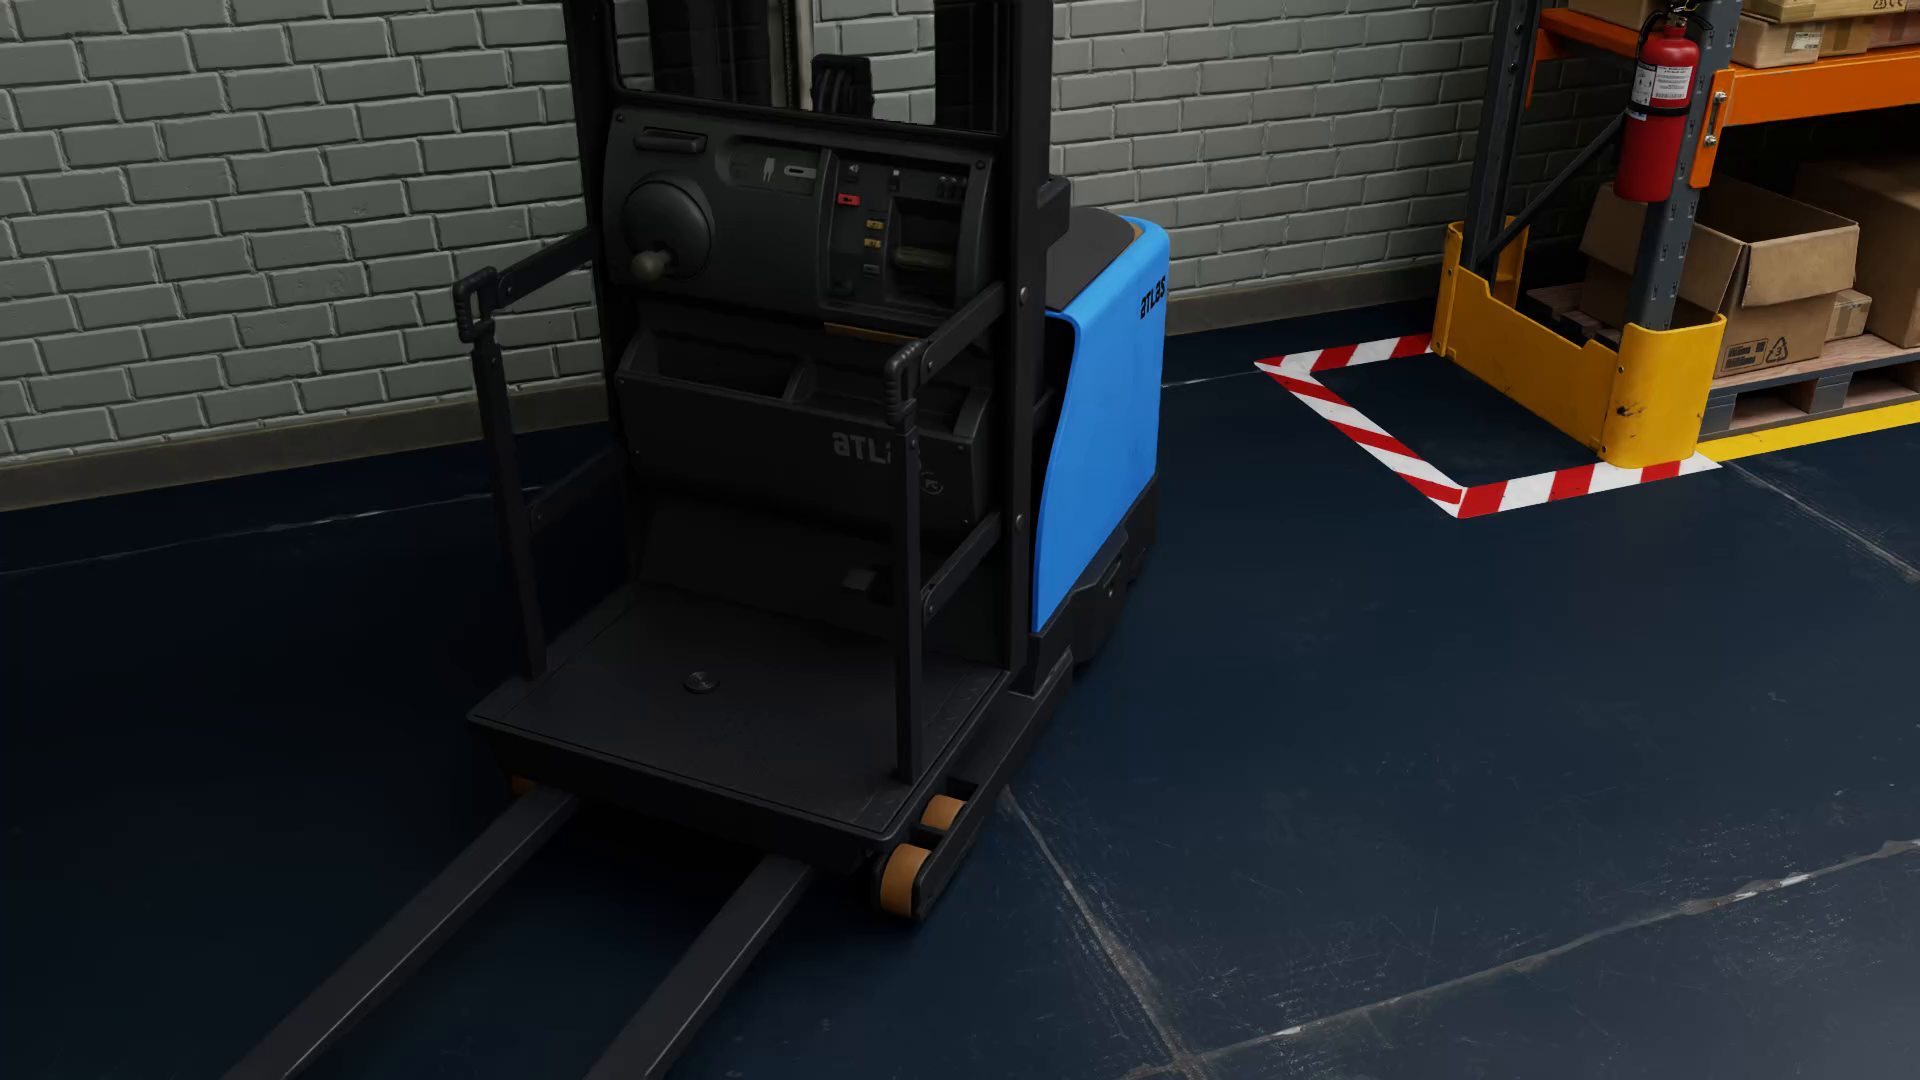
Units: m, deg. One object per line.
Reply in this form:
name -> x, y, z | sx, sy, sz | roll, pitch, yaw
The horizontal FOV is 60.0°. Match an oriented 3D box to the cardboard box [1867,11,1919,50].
cardboard box -> 2.996, -1.771, 5.581 | 0.250, 0.149, 0.380 | -11, 31, -18

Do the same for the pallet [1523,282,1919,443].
pallet -> 2.954, -0.763, 6.376 | 1.213, 0.211, 1.003 | -10, 31, -18

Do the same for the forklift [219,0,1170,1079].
forklift -> -0.455, -0.663, 3.453 | 1.130, 2.935, 3.031 | 12, 32, 20

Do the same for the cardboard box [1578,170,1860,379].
cardboard box -> 2.742, -0.983, 6.043 | 0.637, 0.503, 0.797 | -12, 32, -20

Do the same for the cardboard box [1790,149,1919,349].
cardboard box -> 3.557, -1.111, 6.271 | 0.500, 0.500, 0.700 | -9, 31, -16

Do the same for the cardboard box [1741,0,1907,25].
cardboard box -> 2.655, -1.841, 5.302 | 0.500, 0.250, 0.500 | -10, 31, -17

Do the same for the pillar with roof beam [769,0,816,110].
pillar with roof beam -> 0.796, -2.386, 0.347 | 0.400, 9.000, 9.100 | -10, 31, -18

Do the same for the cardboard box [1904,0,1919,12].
cardboard box -> 3.127, -1.928, 5.455 | 0.500, 0.250, 0.500 | -10, 31, -17

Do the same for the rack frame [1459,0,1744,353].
rack frame -> 2.136, -1.823, 5.420 | 0.127, 3.000, 1.000 | -10, 31, -18

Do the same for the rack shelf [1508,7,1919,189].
rack shelf -> 4.010, -1.856, 6.204 | 4.000, 0.370, 1.077 | -10, 31, -18

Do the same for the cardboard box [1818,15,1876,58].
cardboard box -> 2.762, -1.709, 5.473 | 0.250, 0.149, 0.380 | -10, 31, -16

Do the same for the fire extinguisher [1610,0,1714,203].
fire extinguisher -> 2.159, -1.388, 5.111 | 0.183, 0.674, 0.296 | -10, 31, -18

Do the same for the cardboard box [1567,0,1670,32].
cardboard box -> 2.353, -1.896, 5.802 | 0.250, 0.149, 0.380 | -11, 31, -18

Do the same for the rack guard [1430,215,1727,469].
rack guard -> 2.207, -0.750, 6.062 | 0.348, 0.500, 1.175 | -10, 31, -18

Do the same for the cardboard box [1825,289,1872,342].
cardboard box -> 3.154, -0.884, 6.227 | 0.250, 0.149, 0.380 | -12, 32, -20

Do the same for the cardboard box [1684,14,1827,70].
cardboard box -> 2.540, -1.644, 5.359 | 0.250, 0.149, 0.380 | -11, 31, -18
